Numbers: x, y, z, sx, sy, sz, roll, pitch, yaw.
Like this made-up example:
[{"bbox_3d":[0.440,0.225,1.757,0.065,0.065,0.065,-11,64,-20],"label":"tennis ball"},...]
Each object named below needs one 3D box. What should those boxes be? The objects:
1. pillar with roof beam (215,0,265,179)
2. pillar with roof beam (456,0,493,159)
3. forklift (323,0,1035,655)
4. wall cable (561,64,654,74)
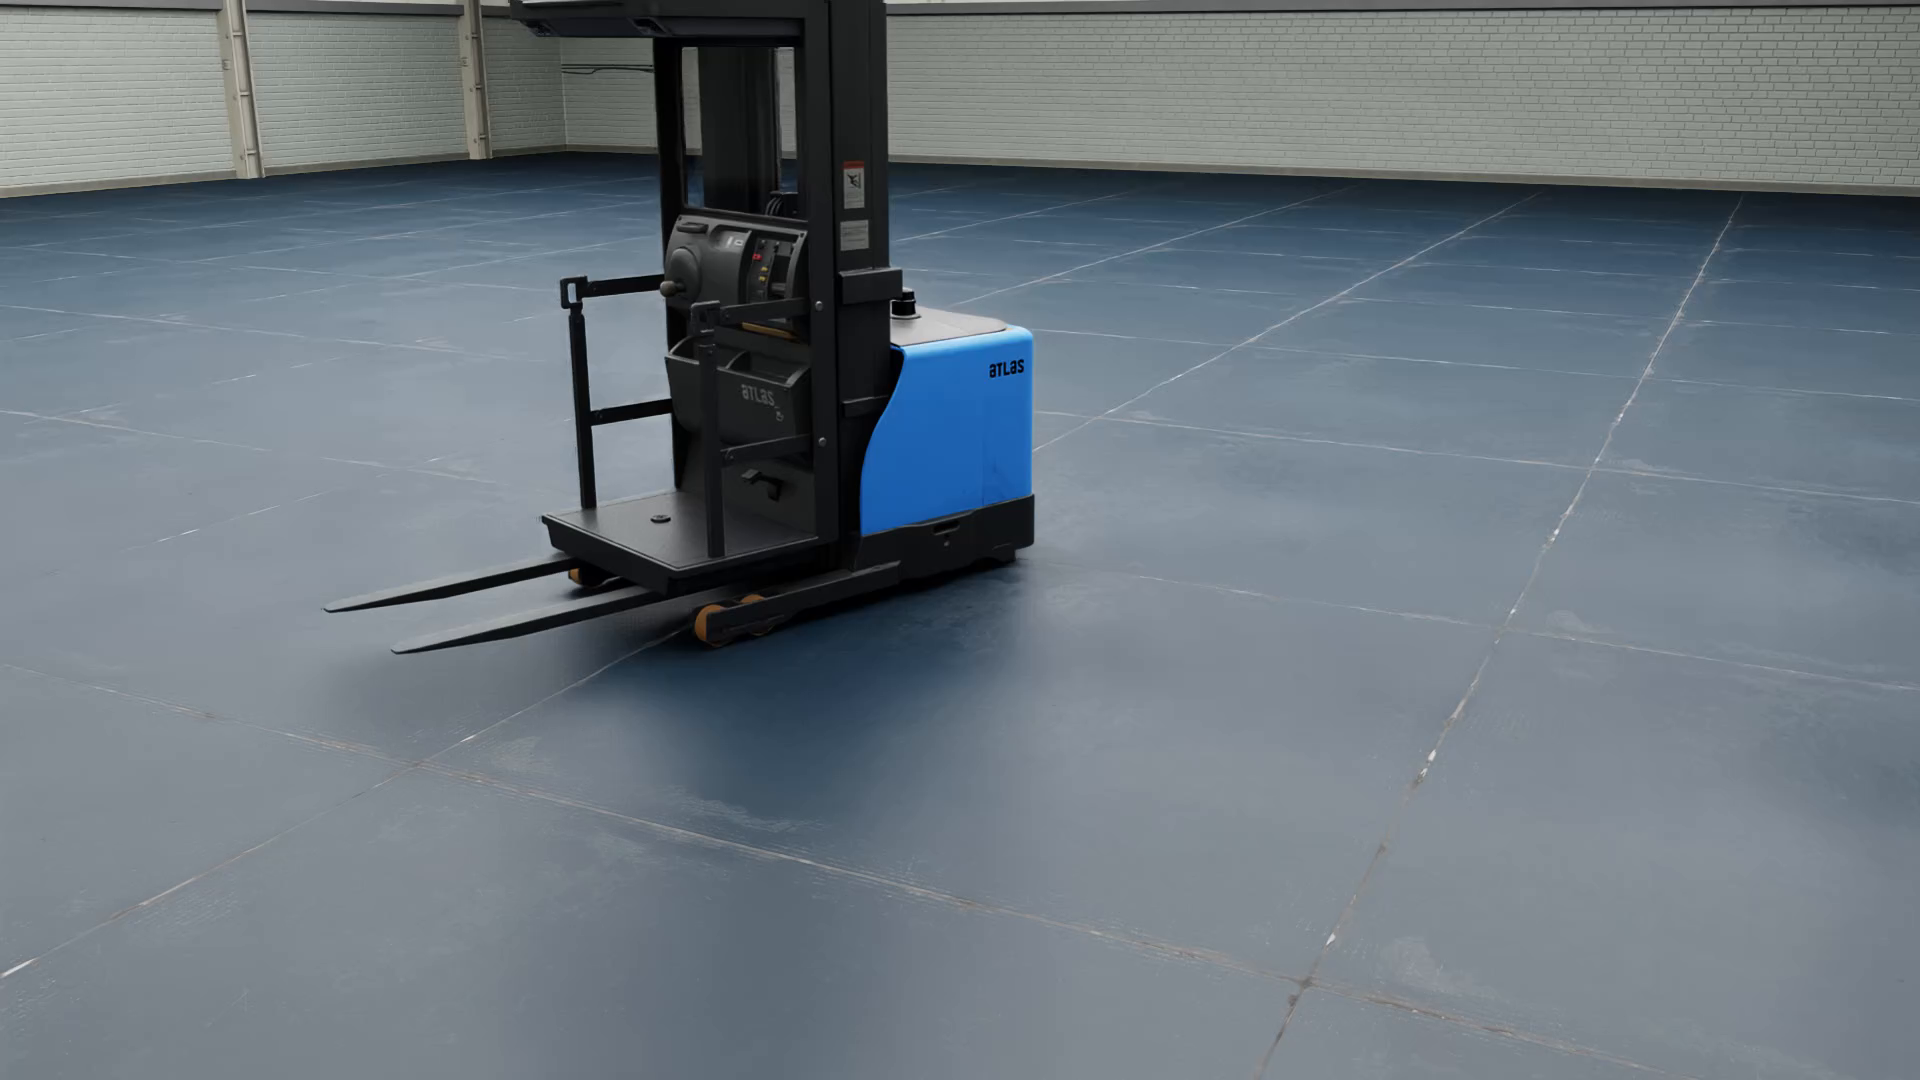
[{"bbox_3d":[-8.979,-10.315,26.950,9.100,9.000,0.400,8,18,25],"label":"pillar with roof beam"},{"bbox_3d":[-6.298,-11.844,32.095,9.100,9.000,0.400,8,18,25],"label":"pillar with roof beam"},{"bbox_3d":[-1.090,-1.148,6.743,3.031,2.935,1.130,-14,22,-40],"label":"forklift"},{"bbox_3d":[-7.650,-11.485,36.341,3.097,2.526,0.112,8,18,25],"label":"wall cable"}]
